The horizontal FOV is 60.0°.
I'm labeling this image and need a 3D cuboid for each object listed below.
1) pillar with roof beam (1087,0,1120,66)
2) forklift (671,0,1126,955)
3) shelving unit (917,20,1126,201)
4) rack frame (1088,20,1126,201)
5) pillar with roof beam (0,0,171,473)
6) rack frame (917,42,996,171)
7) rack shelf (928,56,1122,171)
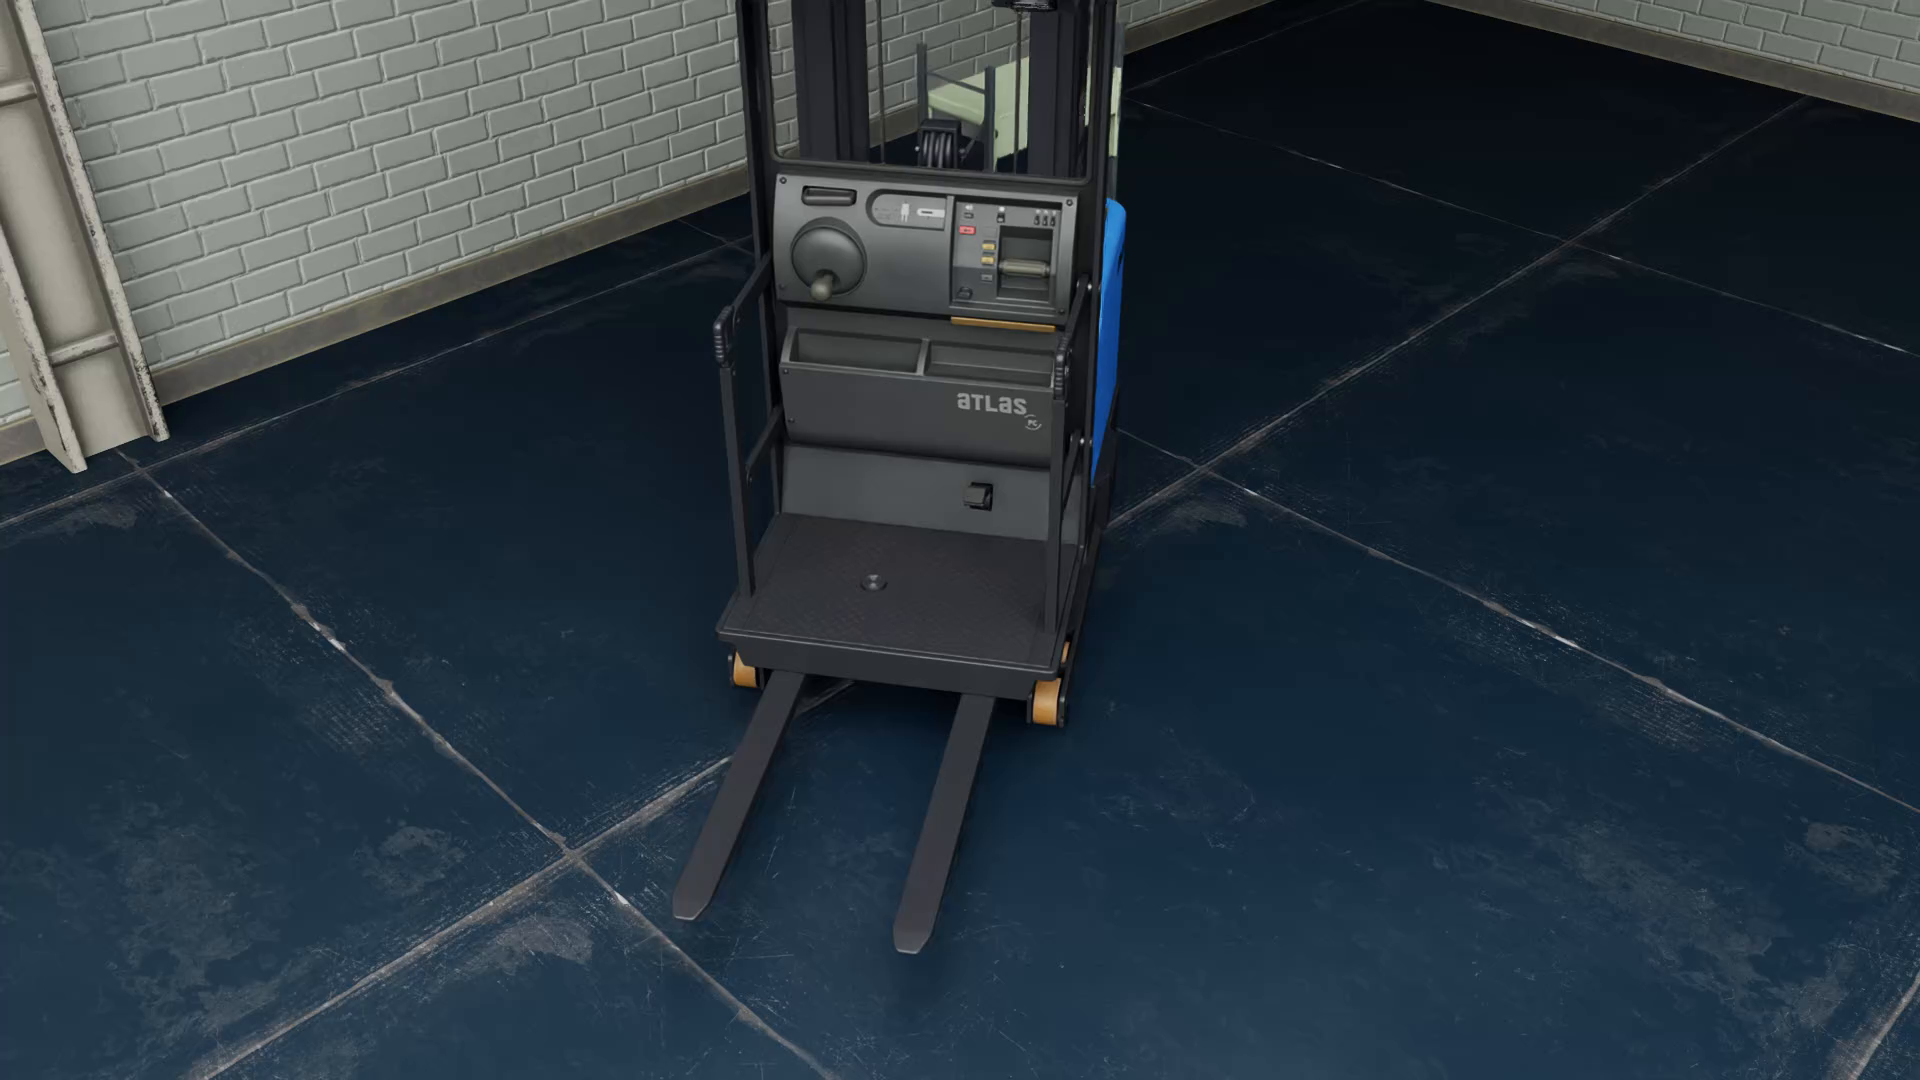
[{"bbox_3d":[3.780,-4.798,5.263,9.100,9.000,0.400,30,45,35],"label":"pillar with roof beam"},{"bbox_3d":[-0.150,-0.831,4.879,1.130,2.935,3.031,6,35,9],"label":"forklift"},{"bbox_3d":[0.245,-1.354,6.880,0.755,1.500,0.431,-29,44,-35],"label":"shelving unit"},{"bbox_3d":[0.505,-1.501,7.091,0.023,1.500,0.400,-29,44,-35],"label":"rack frame"},{"bbox_3d":[-0.447,-2.362,1.770,9.100,9.000,0.400,30,45,35],"label":"pillar with roof beam"},{"bbox_3d":[-0.016,-1.207,6.669,0.023,1.500,0.400,-29,44,-35],"label":"rack frame"},{"bbox_3d":[0.245,-1.674,6.657,0.720,0.370,0.431,-29,44,-35],"label":"rack shelf"}]
